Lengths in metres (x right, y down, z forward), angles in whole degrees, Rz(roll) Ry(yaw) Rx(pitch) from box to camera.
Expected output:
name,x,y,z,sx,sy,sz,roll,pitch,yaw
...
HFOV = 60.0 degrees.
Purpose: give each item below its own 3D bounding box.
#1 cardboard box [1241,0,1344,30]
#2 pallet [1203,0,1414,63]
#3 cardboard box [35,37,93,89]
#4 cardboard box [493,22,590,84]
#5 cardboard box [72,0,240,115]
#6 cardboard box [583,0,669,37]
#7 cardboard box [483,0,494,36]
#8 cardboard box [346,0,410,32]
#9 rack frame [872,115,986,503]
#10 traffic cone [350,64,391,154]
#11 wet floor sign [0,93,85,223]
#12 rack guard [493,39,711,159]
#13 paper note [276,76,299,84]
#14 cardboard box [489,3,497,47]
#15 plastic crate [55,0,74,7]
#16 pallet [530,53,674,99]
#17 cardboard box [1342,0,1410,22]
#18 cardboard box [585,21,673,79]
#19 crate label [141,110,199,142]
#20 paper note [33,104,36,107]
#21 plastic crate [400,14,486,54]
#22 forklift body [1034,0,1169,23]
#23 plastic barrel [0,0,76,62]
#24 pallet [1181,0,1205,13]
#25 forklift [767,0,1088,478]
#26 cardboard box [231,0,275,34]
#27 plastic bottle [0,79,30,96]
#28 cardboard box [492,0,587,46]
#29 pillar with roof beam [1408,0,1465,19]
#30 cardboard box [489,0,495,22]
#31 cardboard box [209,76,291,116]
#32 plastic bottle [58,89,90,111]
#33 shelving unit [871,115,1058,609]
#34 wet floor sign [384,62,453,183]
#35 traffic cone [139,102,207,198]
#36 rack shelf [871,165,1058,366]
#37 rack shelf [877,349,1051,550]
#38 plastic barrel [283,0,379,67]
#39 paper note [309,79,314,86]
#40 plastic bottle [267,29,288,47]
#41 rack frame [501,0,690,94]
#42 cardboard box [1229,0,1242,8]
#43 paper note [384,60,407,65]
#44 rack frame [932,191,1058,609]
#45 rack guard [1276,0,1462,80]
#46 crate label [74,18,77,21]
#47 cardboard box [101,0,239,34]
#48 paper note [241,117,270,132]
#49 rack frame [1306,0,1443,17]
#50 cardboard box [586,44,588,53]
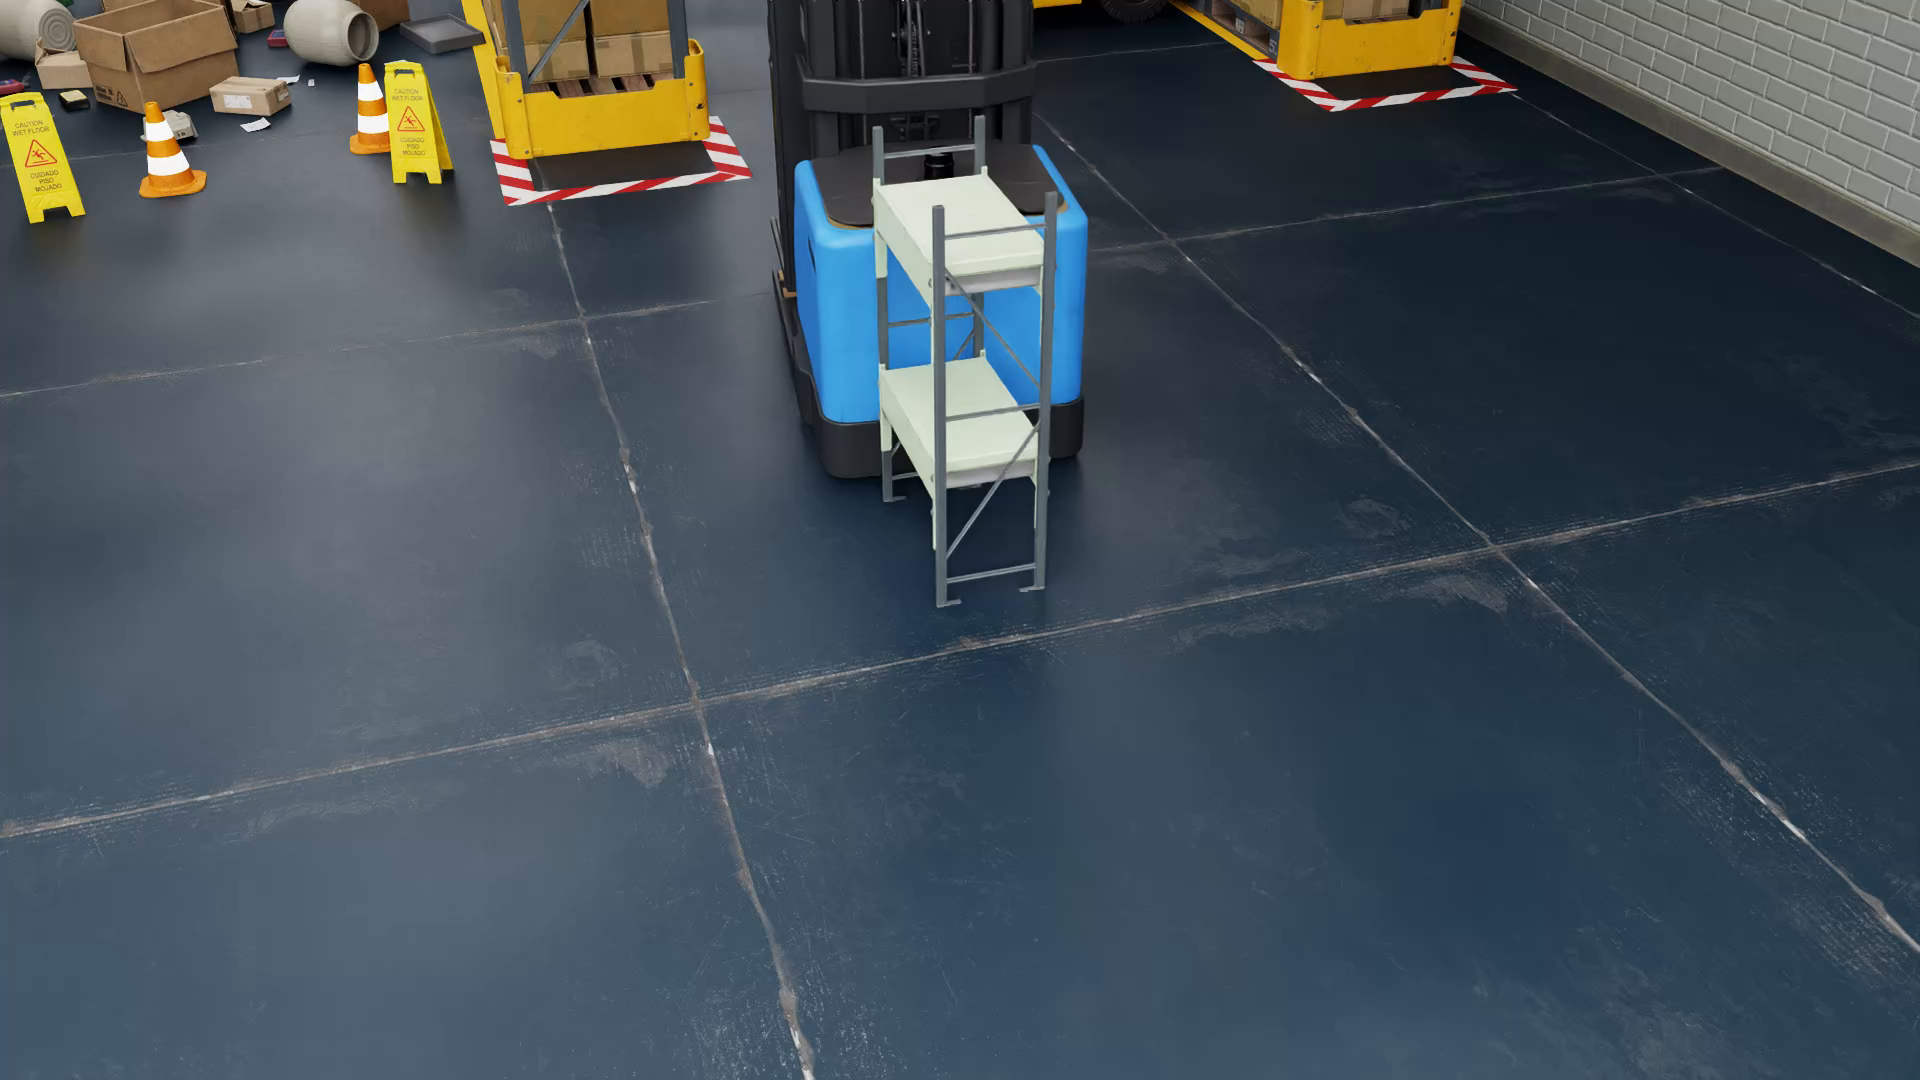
name,x,y,z,sx,sy,sz,roll,pitch,yaw
cardboard box,2.229,-3.637,11.147,0.500,0.250,0.500,-10,35,-14
pallet,2.401,-3.647,11.577,1.003,0.211,1.213,-10,35,-15
cardboard box,-5.677,-3.060,10.640,0.396,0.266,0.258,-4,34,-6
cardboard box,-2.562,-2.999,10.180,0.500,0.250,0.500,-10,35,-15
cardboard box,-4.999,-3.034,10.385,0.637,0.503,0.797,19,38,26
cardboard box,-2.043,-3.402,10.111,0.500,0.500,0.500,-11,35,-16
cardboard box,-2.871,-3.533,10.989,0.500,0.250,0.500,-11,35,-16
cardboard box,-4.241,-3.846,11.614,0.500,0.500,0.500,13,36,18
rack frame,-0.106,-0.806,6.110,0.400,1.500,0.023,-10,35,-14
traffic cone,-3.412,-2.529,9.658,0.336,0.463,0.334,-10,35,-15
wet floor sign,-4.841,-2.029,8.735,0.267,0.644,0.232,-16,37,-23
rack guard,-2.076,-2.576,9.695,1.175,0.500,0.348,-10,35,-15
paper note,-4.353,-2.968,10.724,0.148,0.019,0.142,1,33,2
cardboard box,-2.706,-3.259,10.575,0.500,0.250,0.500,-10,35,-15
plastic crate,-6.655,-3.773,11.738,0.450,0.188,0.662,-2,32,16
pallet,-2.290,-2.888,10.429,1.003,0.211,1.213,-10,35,-15
cardboard box,2.710,-3.734,11.294,0.500,0.250,0.500,-10,35,-15
cardboard box,-2.035,-3.077,10.299,0.500,0.250,0.500,-10,35,-15
crate label,-4.664,-2.431,9.804,0.298,0.136,0.250,27,42,34
paper note,-5.754,-2.685,10.304,0.032,0.001,0.123,7,34,10
plastic crate,-3.574,-3.499,11.472,0.402,0.080,0.583,-23,40,-31
forklift body,0.358,-4.750,11.488,2.313,2.155,1.214,-10,35,-15
plastic barrel,-6.149,-3.381,10.983,0.512,0.421,0.421,13,36,18
pallet,2.032,-4.286,12.545,1.003,0.211,1.213,-10,35,-15
forklift,-0.285,-2.266,7.021,1.130,2.935,3.031,-6,34,-9
cardboard box,-5.068,-3.750,11.684,0.396,0.266,0.258,19,38,26
plastic bottle,-6.051,-2.862,10.525,0.283,0.061,0.133,-23,40,-31
cardboard box,-2.545,-3.297,9.951,0.500,0.500,0.500,-10,35,-14
pillar with roof beam,-0.780,-6.712,8.244,9.100,9.000,0.400,-10,35,-15
cardboard box,-2.707,-3.570,10.365,0.500,0.500,0.500,-9,34,-13
cardboard box,-4.376,-2.738,10.258,0.380,0.149,0.250,7,34,10
plastic bottle,-5.522,-2.743,10.346,0.133,0.061,0.283,-23,40,-31
shelving unit,0.002,-0.614,5.818,0.431,1.500,0.755,-10,35,-14
wet floor sign,-3.013,-2.317,9.171,0.267,0.644,0.232,1,33,2
traffic cone,-4.365,-2.164,9.105,0.336,0.463,0.334,-10,35,-15
rack shelf,0.002,-0.939,5.603,0.431,0.370,0.720,-10,35,-14
rack shelf,0.002,-0.342,5.998,0.431,0.370,0.720,-10,35,-14
plastic barrel,-4.124,-3.334,10.911,0.512,0.421,0.421,13,36,18
paper note,-4.171,-2.942,10.693,0.032,0.001,0.123,-10,35,-15
plastic bottle,-4.665,-3.460,11.431,0.133,0.061,0.283,-4,34,-6
rack frame,-2.052,-3.579,8.945,1.000,3.000,0.127,-10,35,-15
cardboard box,2.087,-3.900,11.544,0.500,0.250,0.500,-10,35,-15
paper note,-3.716,-3.152,10.993,0.142,0.019,0.148,-23,40,-31
rack frame,0.109,-0.421,5.526,0.400,1.500,0.023,-10,35,-14
rack guard,2.681,-3.360,10.881,1.175,0.500,0.348,-10,35,-15
crate label,-6.226,-3.518,11.449,0.250,0.136,0.298,19,38,26
cardboard box,-5.292,-3.580,11.088,0.797,0.637,0.503,-10,35,-15
paper note,-4.236,-2.502,10.008,0.148,0.019,0.142,-23,40,-31
rack frame,2.674,-4.416,10.211,1.000,3.000,0.127,-10,35,-15
cardboard box,-2.184,-3.346,10.706,0.500,0.250,0.500,-9,34,-13
